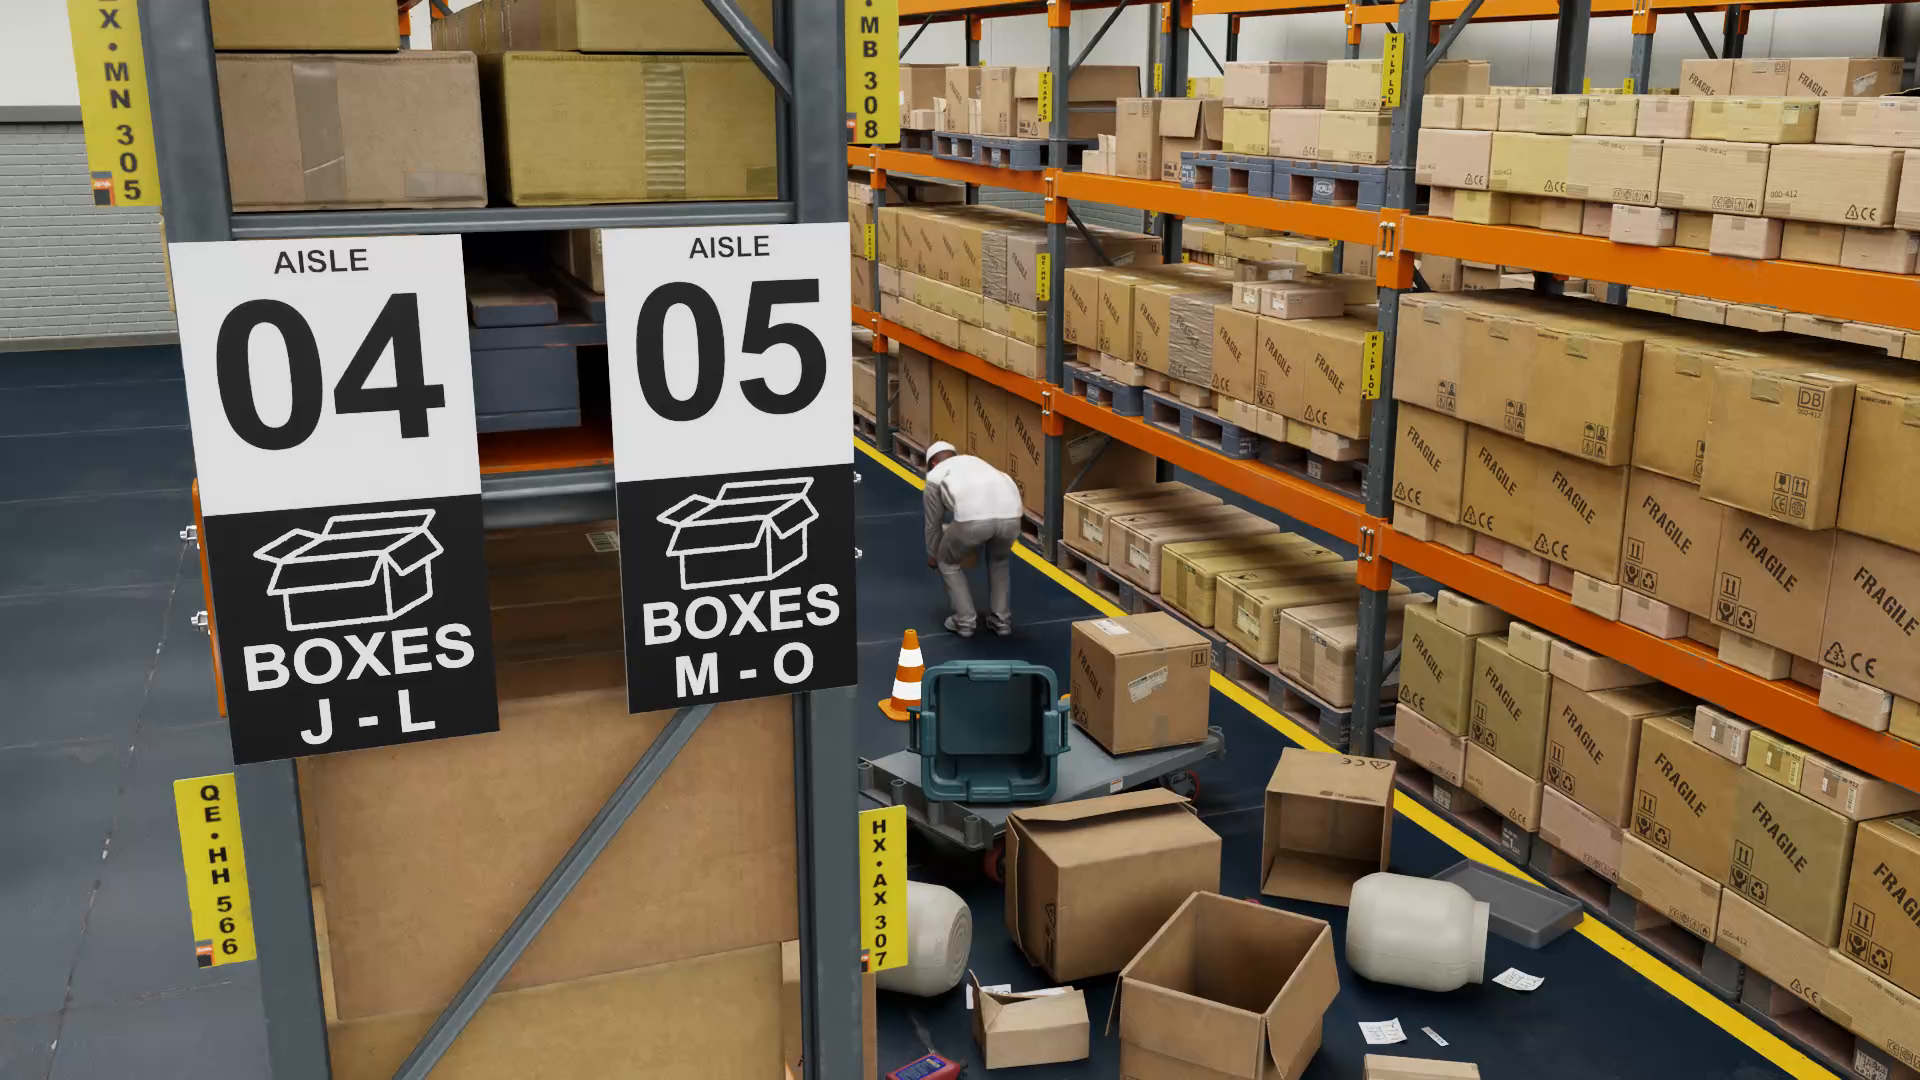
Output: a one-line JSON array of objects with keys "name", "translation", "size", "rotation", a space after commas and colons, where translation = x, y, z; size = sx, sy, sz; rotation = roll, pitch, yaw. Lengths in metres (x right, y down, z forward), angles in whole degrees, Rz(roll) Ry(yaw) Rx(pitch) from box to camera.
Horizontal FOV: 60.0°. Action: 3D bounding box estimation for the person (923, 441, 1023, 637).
[{"name": "person", "translation": [0.045, -0.006, 10.697], "size": [0.486, 1.133, 0.991], "rotation": [-7, 17, -23]}]
